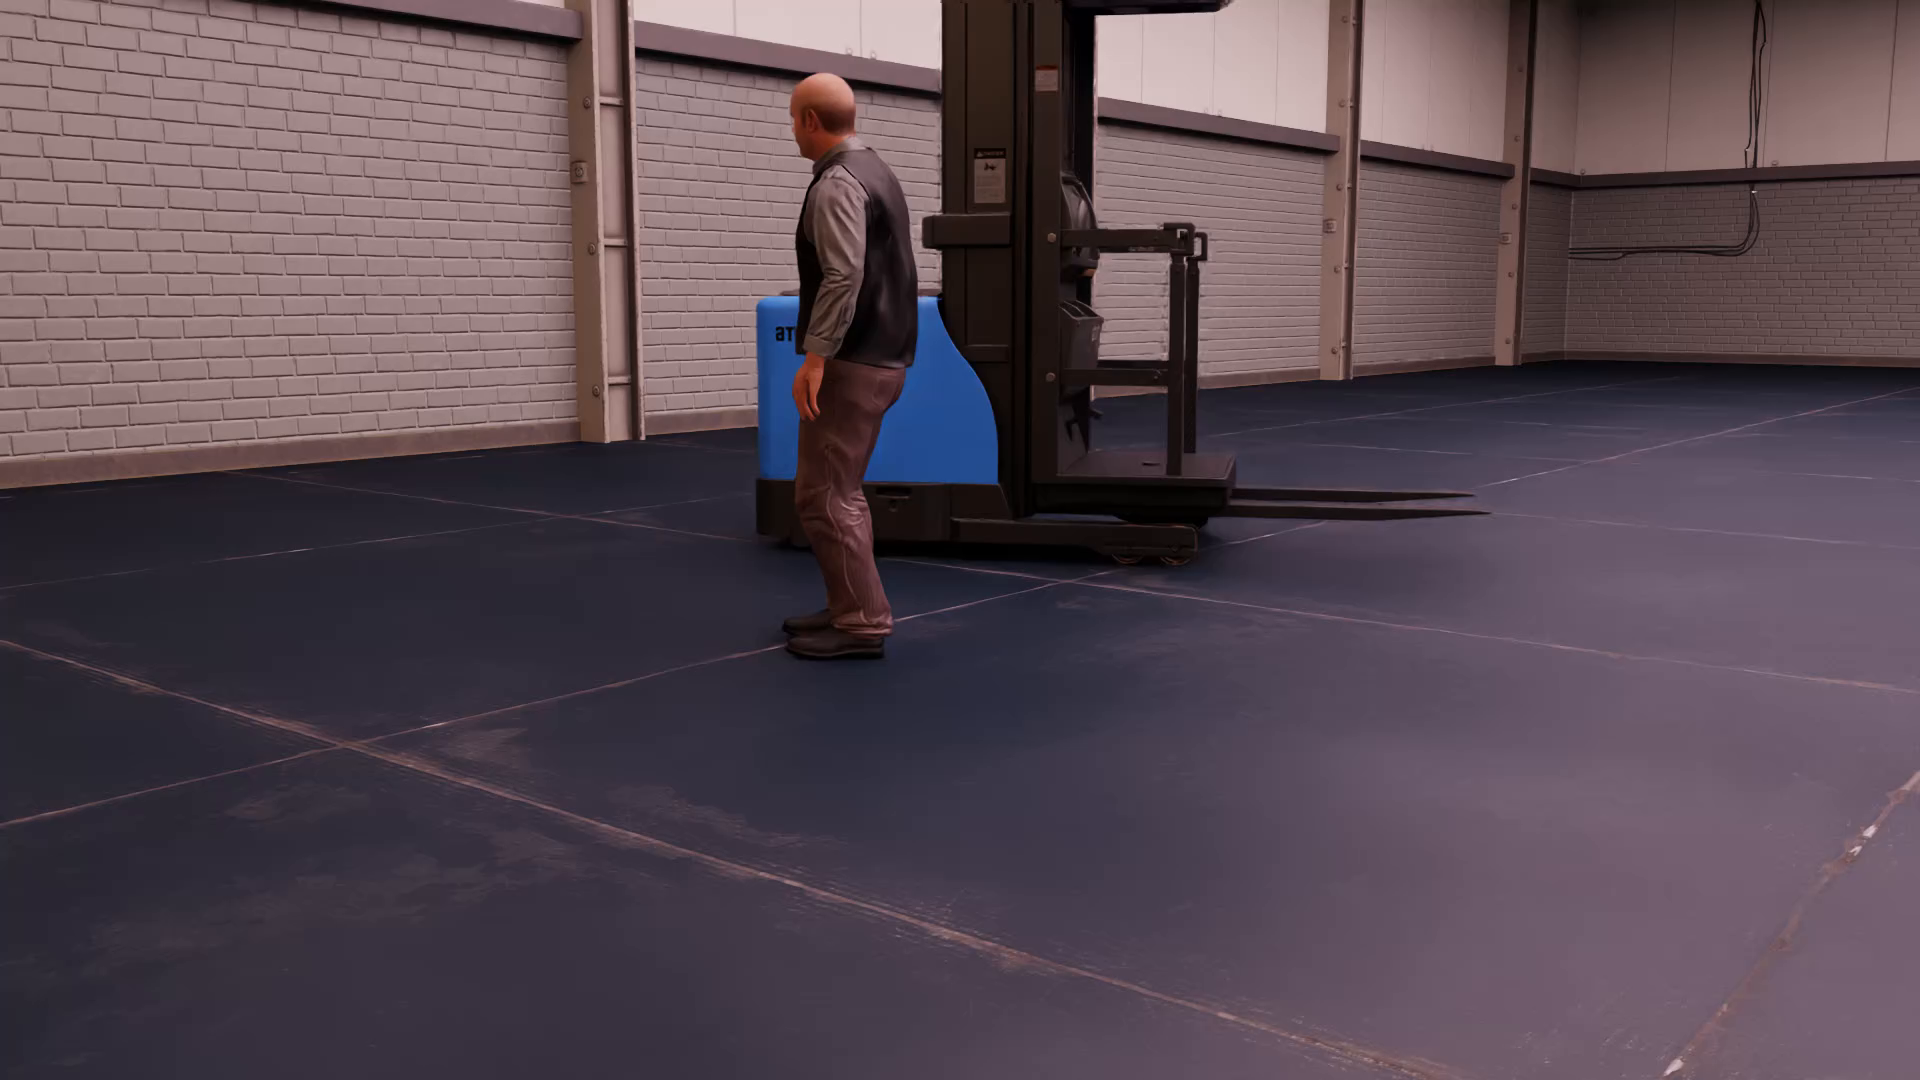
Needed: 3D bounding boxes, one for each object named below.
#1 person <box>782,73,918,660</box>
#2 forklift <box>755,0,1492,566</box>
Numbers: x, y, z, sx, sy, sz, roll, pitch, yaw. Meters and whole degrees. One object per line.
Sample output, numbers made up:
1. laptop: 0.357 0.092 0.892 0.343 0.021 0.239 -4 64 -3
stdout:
1. person: -0.360 -0.514 4.992 0.466 1.716 0.665 1 8 7
2. forklift: 0.697 -1.430 7.056 3.031 2.935 1.130 2 8 11
